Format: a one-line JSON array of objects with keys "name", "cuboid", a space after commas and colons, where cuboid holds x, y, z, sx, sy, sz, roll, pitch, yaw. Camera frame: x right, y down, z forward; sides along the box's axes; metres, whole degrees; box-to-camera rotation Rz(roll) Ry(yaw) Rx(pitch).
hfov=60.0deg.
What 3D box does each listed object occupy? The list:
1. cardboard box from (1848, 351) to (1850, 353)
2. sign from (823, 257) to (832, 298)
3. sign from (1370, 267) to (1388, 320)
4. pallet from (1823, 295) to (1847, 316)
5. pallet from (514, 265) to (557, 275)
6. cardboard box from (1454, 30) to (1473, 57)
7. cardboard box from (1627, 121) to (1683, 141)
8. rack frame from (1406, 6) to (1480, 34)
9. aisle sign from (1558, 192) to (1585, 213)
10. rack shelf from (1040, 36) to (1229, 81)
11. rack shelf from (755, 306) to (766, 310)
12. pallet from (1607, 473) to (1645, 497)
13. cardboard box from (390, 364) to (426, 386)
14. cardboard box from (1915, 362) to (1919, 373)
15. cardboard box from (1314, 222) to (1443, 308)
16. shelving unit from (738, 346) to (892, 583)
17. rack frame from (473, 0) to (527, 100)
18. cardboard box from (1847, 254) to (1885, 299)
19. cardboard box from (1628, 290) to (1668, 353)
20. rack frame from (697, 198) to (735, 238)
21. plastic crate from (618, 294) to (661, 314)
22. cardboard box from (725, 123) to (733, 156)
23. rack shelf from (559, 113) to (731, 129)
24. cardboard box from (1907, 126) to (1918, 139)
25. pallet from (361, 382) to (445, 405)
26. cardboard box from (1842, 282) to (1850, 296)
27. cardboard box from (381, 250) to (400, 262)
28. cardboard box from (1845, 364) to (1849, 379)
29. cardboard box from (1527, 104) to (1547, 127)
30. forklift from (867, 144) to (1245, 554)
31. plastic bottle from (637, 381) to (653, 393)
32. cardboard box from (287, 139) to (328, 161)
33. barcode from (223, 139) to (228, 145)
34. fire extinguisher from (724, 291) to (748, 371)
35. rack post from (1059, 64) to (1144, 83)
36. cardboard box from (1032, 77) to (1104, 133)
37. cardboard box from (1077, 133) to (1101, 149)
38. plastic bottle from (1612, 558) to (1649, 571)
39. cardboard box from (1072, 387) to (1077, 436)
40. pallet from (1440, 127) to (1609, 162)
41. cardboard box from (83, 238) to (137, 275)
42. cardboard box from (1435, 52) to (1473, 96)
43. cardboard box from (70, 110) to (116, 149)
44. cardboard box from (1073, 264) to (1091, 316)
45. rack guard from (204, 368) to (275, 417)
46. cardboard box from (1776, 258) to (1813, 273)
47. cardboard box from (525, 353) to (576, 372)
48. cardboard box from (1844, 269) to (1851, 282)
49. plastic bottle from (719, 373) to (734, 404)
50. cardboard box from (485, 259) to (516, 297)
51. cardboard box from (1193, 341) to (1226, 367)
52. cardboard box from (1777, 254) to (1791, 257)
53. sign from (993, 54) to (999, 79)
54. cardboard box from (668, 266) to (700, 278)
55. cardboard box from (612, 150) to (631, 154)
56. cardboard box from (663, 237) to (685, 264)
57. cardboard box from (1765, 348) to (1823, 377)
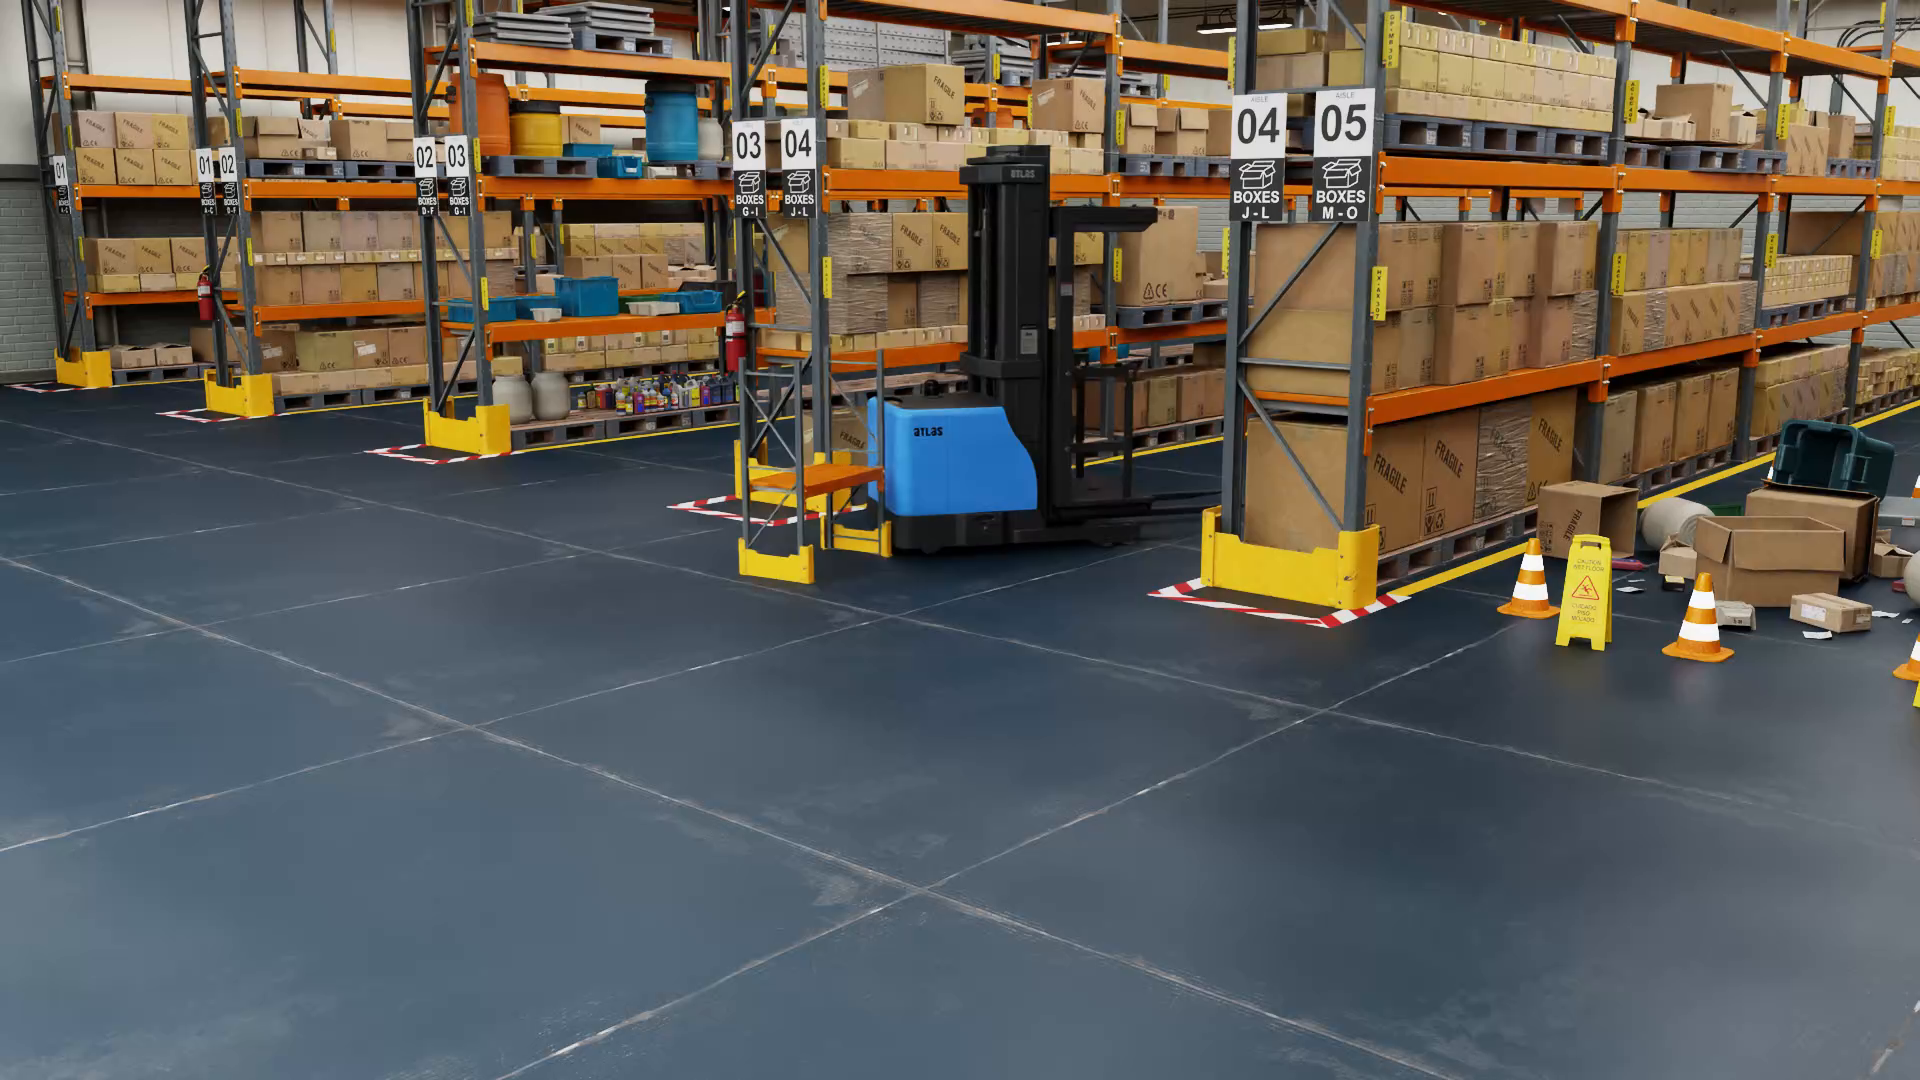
[{"name": "cardboard box", "cuboid": [11.482, -2.385, 21.681, 0.380, 0.149, 0.250, 11, 15, 43]}, {"name": "sign", "cuboid": [-1.084, -2.138, 13.549, 0.100, 0.325, 0.005, 10, 15, 40]}, {"name": "sign", "cuboid": [2.580, -1.519, 10.243, 0.100, 0.325, 0.005, 10, 15, 40]}, {"name": "pallet", "cuboid": [9.475, -2.706, 19.089, 1.003, 0.211, 1.213, 10, 15, 40]}, {"name": "pallet", "cuboid": [-7.764, -4.670, 28.922, 1.213, 0.211, 1.003, 10, 15, 40]}, {"name": "cardboard box", "cuboid": [3.129, -3.241, 10.899, 0.380, 0.149, 0.250, 10, 15, 41]}, {"name": "cardboard box", "cuboid": [5.928, -3.492, 14.190, 0.380, 0.149, 0.250, 10, 15, 40]}, {"name": "rack frame", "cuboid": [6.429, -6.491, 22.236, 1.000, 3.000, 0.127, 10, 15, 40]}, {"name": "aisle sign", "cuboid": [9.343, -5.385, 25.375, 0.394, 0.787, 0.004, 10, 15, 40]}, {"name": "rack shelf", "cuboid": [2.469, -5.060, 17.926, 1.077, 0.370, 4.000, 10, 15, 40]}, {"name": "rack shelf", "cuboid": [-1.252, -2.954, 21.681, 1.077, 0.370, 4.000, 10, 15, 40]}, {"name": "pallet", "cuboid": [5.260, -0.472, 14.536, 1.003, 0.211, 1.213, 10, 15, 40]}, {"name": "cardboard box", "cuboid": [-7.418, -2.193, 21.983, 0.500, 0.250, 0.500, 10, 15, 40]}, {"name": "cardboard box", "cuboid": [12.595, -2.321, 22.121, 0.380, 0.149, 0.250, 9, 15, 39]}, {"name": "cardboard box", "cuboid": [2.735, -1.873, 11.292, 0.875, 0.550, 0.550, 10, 15, 40]}, {"name": "shelving unit", "cuboid": [-1.015, -0.562, 11.695, 0.587, 1.500, 1.083, 6, 13, 29]}, {"name": "rack frame", "cuboid": [-6.290, -6.596, 22.759, 1.000, 3.000, 0.127, 10, 15, 40]}, {"name": "cardboard box", "cuboid": [10.605, -3.129, 19.702, 0.500, 0.500, 0.500, 9, 15, 39]}, {"name": "cardboard box", "cuboid": [5.690, -1.882, 14.222, 0.500, 0.500, 0.500, 10, 15, 41]}, {"name": "rack frame", "cuboid": [-4.733, -5.471, 32.443, 1.000, 3.000, 0.127, 10, 15, 40]}, {"name": "plastic crate", "cuboid": [-3.680, -2.746, 19.341, 0.450, 0.188, 0.662, 10, 15, 40]}, {"name": "cardboard box", "cuboid": [-3.357, -6.316, 26.209, 0.500, 0.500, 0.500, 10, 15, 40]}, {"name": "rack shelf", "cuboid": [-6.053, -7.569, 30.492, 1.077, 0.370, 4.000, 10, 15, 40]}, {"name": "cardboard box", "cuboid": [11.366, -4.930, 20.166, 0.380, 0.149, 0.250, 11, 16, 43]}, {"name": "pallet", "cuboid": [-7.652, -1.995, 22.158, 1.003, 0.211, 1.213, 10, 15, 40]}, {"name": "cardboard box", "cuboid": [9.975, -2.892, 19.102, 0.380, 0.149, 0.250, 9, 15, 39]}, {"name": "cardboard box", "cuboid": [-7.495, -3.688, 21.608, 0.380, 0.149, 0.250, 10, 15, 41]}, {"name": "cardboard box", "cuboid": [10.471, -2.017, 19.838, 0.380, 0.149, 0.250, 11, 15, 43]}, {"name": "cardboard box", "cuboid": [3.968, -3.036, 11.911, 0.380, 0.149, 0.250, 10, 15, 40]}, {"name": "forklift", "cuboid": [0.855, -1.481, 12.645, 3.031, 2.935, 1.130, -3, 12, -17]}, {"name": "plastic bottle", "cuboid": [-3.694, -1.722, 19.505, 0.152, 0.276, 0.135, 10, 15, 40]}, {"name": "cardboard box", "cuboid": [-8.369, -4.941, 21.085, 0.500, 0.250, 0.500, 10, 15, 40]}, {"name": "barcode", "cuboid": [-9.094, -4.928, 20.584, 0.001, 0.075, 0.075, 10, 15, 40]}, {"name": "fire extinguisher", "cuboid": [-1.914, -1.789, 14.206, 0.296, 0.674, 0.183, 10, 15, 40]}, {"name": "rack post", "cuboid": [2.129, -6.975, 24.850, 0.937, 0.300, 0.954, 9, 15, 39]}, {"name": "cardboard box", "cuboid": [1.043, -4.184, 16.053, 0.500, 0.500, 0.500, 9, 15, 39]}, {"name": "cardboard box", "cuboid": [1.151, -3.880, 16.186, 0.380, 0.149, 0.250, 10, 15, 42]}, {"name": "plastic bottle", "cuboid": [4.688, 0.174, 11.686, 0.283, 0.061, 0.133, 4, 12, 21]}, {"name": "cardboard box", "cuboid": [0.854, -1.299, 16.866, 0.500, 0.500, 0.500, 9, 15, 39]}, {"name": "pallet", "cuboid": [4.260, -3.025, 12.765, 1.003, 0.211, 1.213, 10, 15, 40]}, {"name": "cardboard box", "cuboid": [-12.113, -4.041, 23.700, 0.500, 0.500, 0.500, 10, 15, 40]}, {"name": "cardboard box", "cuboid": [3.013, -3.039, 10.904, 0.500, 0.250, 0.500, 10, 15, 40]}, {"name": "cardboard box", "cuboid": [-12.218, -5.751, 23.327, 0.500, 0.500, 0.500, 8, 14, 36]}, {"name": "cardboard box", "cuboid": [0.805, -2.509, 16.601, 0.875, 0.500, 0.500, 10, 15, 40]}, {"name": "rack guard", "cuboid": [-8.947, -1.836, 20.627, 1.175, 0.500, 0.348, 10, 15, 40]}, {"name": "cardboard box", "cuboid": [8.932, -2.952, 17.883, 0.380, 0.149, 0.250, 9, 15, 40]}, {"name": "cardboard box", "cuboid": [-5.838, -2.539, 23.711, 0.500, 0.250, 0.500, 9, 15, 39]}, {"name": "cardboard box", "cuboid": [9.974, -3.038, 19.072, 0.380, 0.149, 0.250, 10, 15, 42]}, {"name": "plastic bottle", "cuboid": [-2.781, -1.798, 19.693, 0.144, 0.351, 0.185, 9, 15, 39]}, {"name": "cardboard box", "cuboid": [-6.579, -3.637, 23.006, 0.700, 0.500, 0.500, 9, 15, 39]}, {"name": "cardboard box", "cuboid": [3.027, -2.137, 19.096, 0.500, 0.250, 0.500, -10, 15, -41]}, {"name": "cardboard box", "cuboid": [9.483, -3.269, 19.472, 0.380, 0.149, 0.250, 11, 16, 43]}, {"name": "sign", "cuboid": [0.486, -6.315, 22.177, 0.100, 0.325, 0.005, 10, 15, 40]}, {"name": "cardboard box", "cuboid": [-4.386, -4.092, 25.768, 0.500, 0.311, 0.500, 10, 15, 40]}, {"name": "cardboard box", "cuboid": [-6.411, -6.861, 30.368, 0.700, 0.500, 0.500, 11, 16, 43]}, {"name": "cardboard box", "cuboid": [-5.516, -5.426, 31.152, 0.500, 0.500, 0.500, 10, 15, 40]}, {"name": "cardboard box", "cuboid": [9.099, -1.945, 18.188, 0.500, 0.250, 0.500, 9, 14, 38]}]
